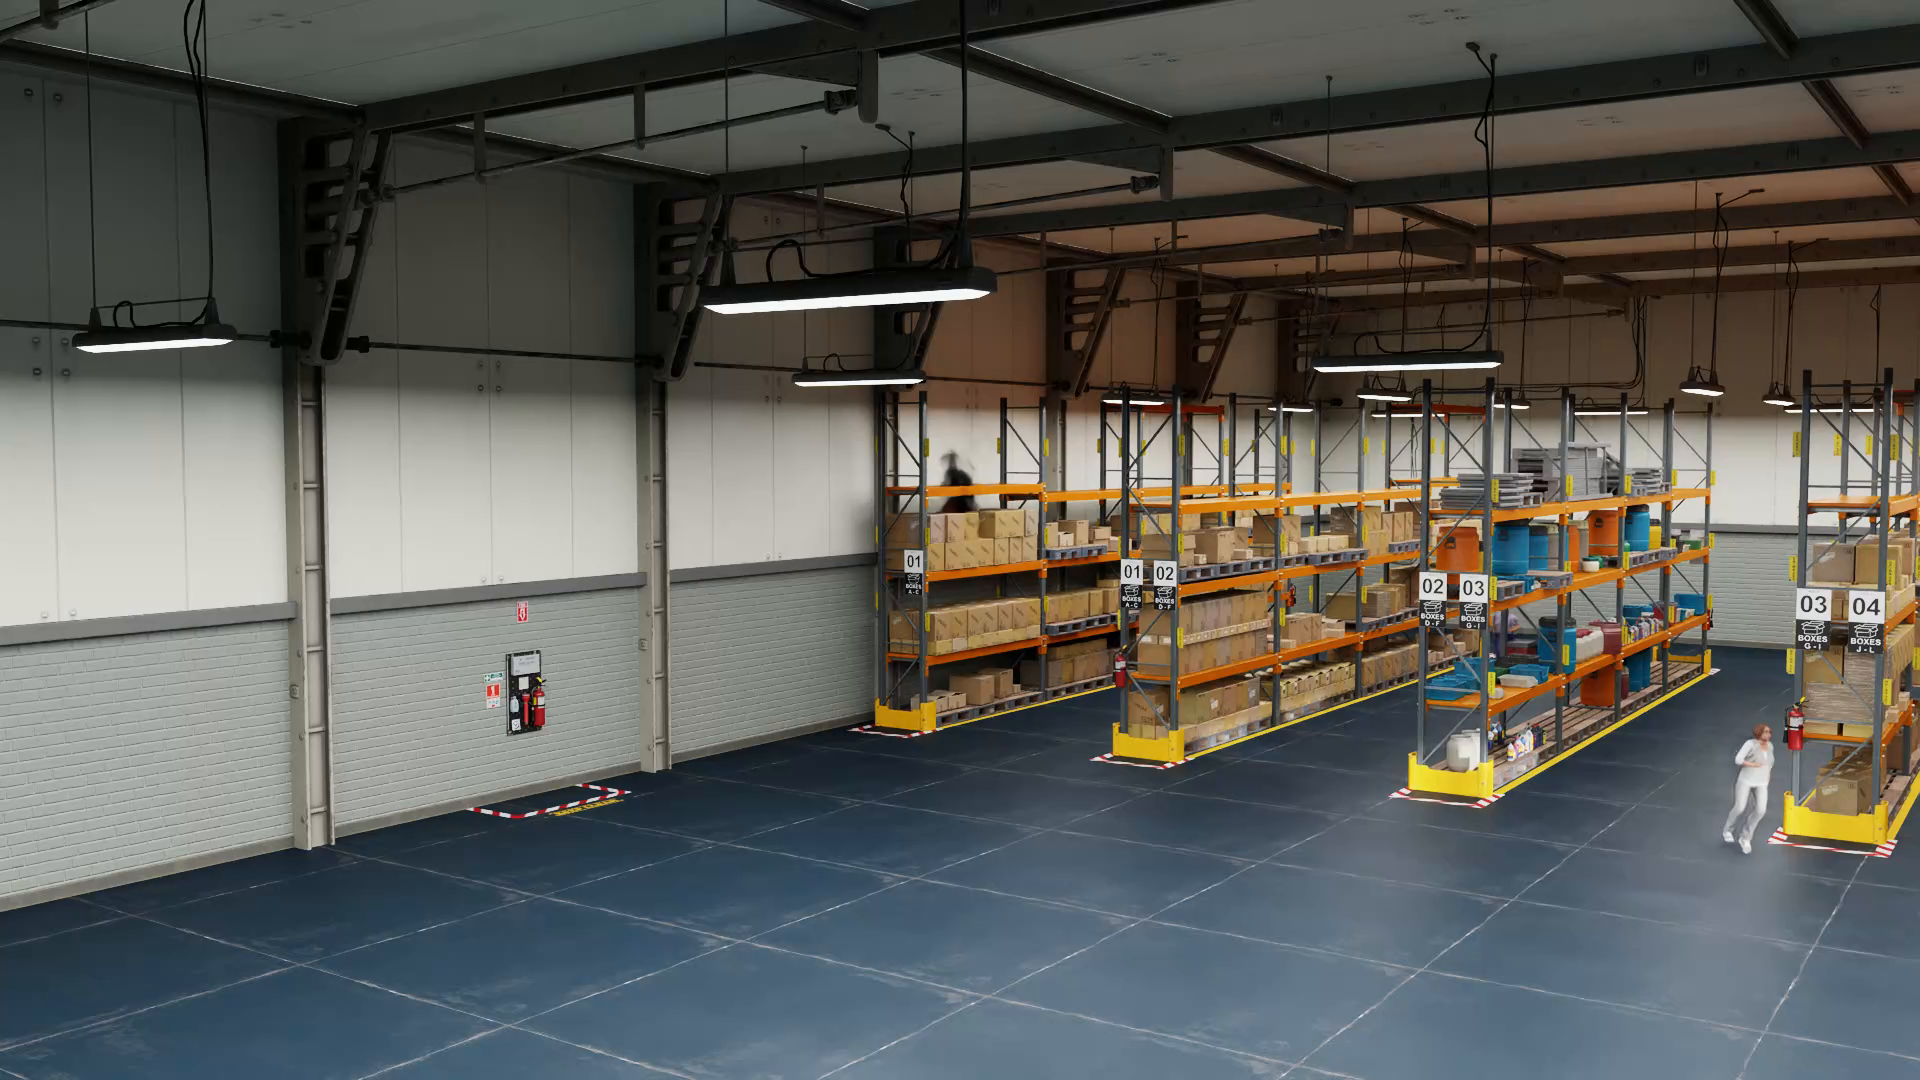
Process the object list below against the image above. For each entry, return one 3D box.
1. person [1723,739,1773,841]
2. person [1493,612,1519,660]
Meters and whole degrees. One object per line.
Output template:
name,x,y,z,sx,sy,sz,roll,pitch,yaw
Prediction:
person,9.876,3.096,20.771,0.464,1.248,0.604,0,3,3
person,11.874,2.270,36.212,0.590,1.480,0.988,2,4,34
